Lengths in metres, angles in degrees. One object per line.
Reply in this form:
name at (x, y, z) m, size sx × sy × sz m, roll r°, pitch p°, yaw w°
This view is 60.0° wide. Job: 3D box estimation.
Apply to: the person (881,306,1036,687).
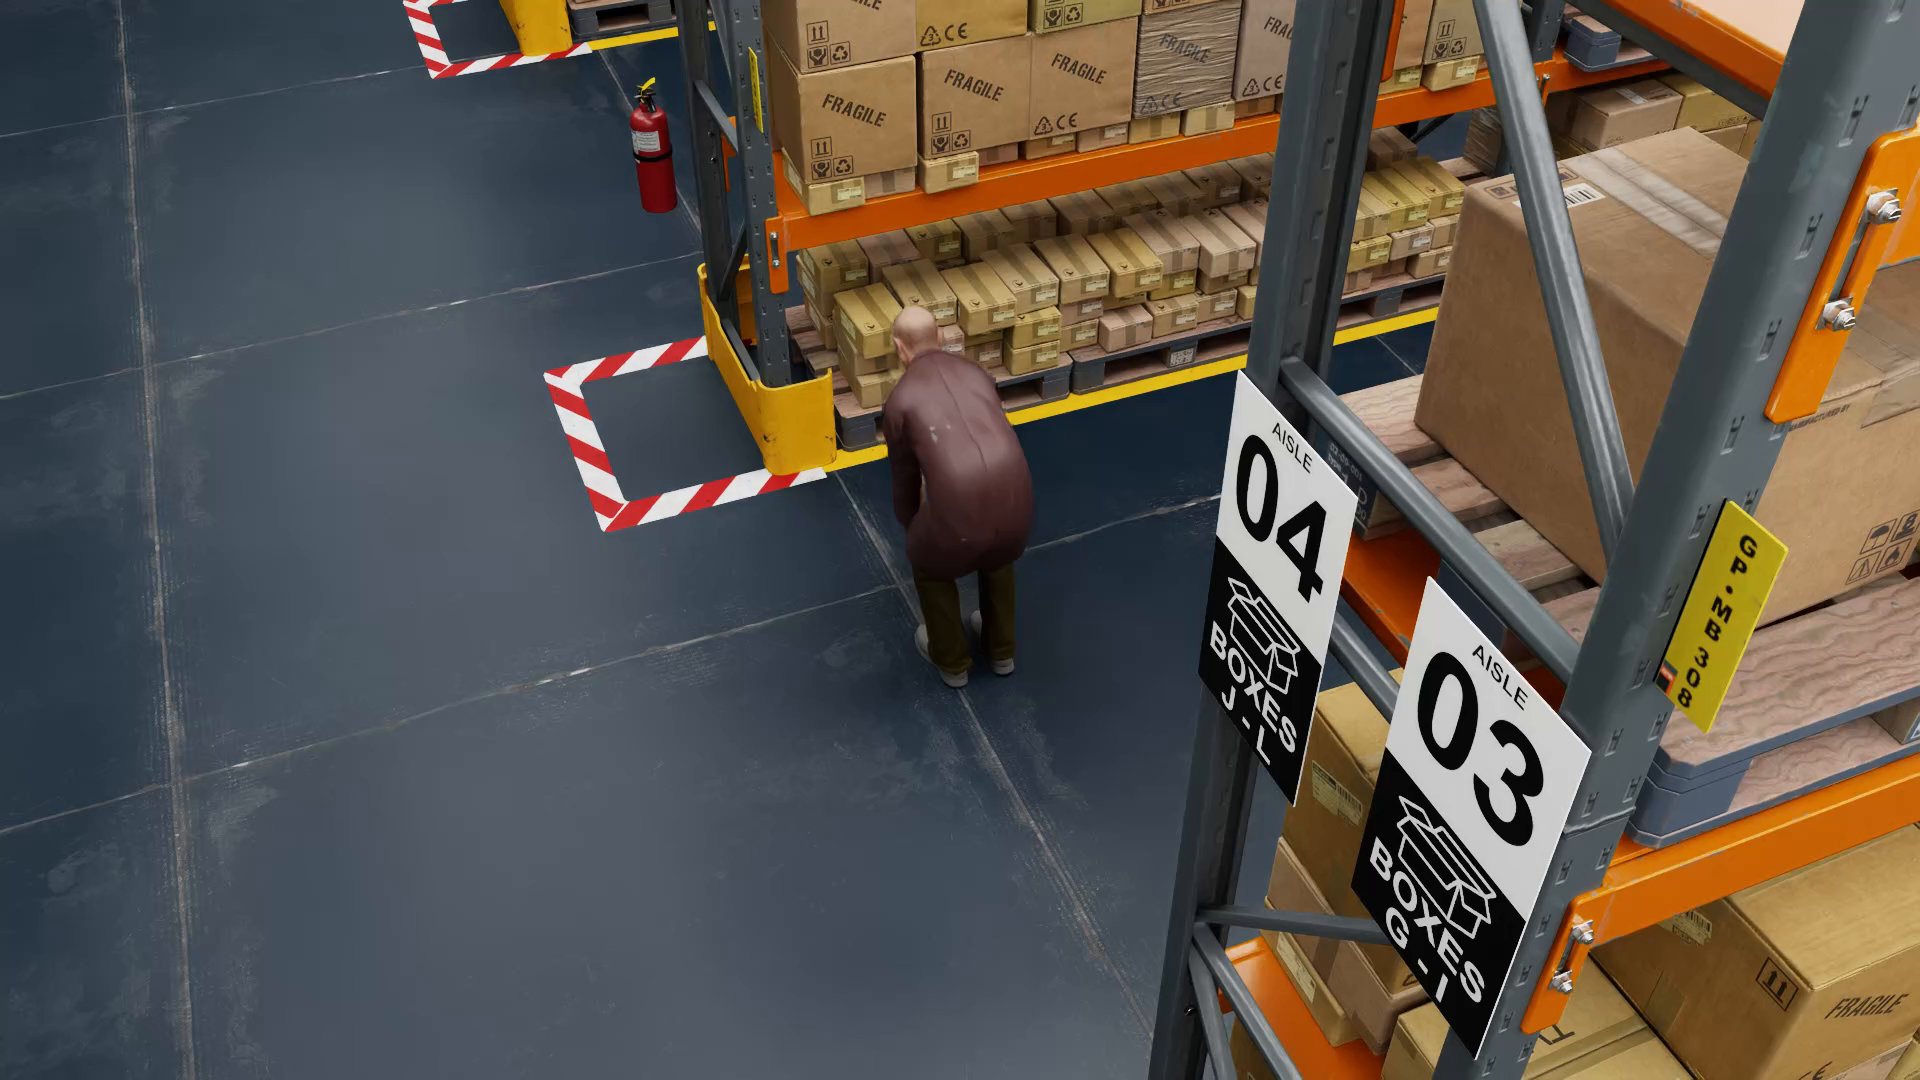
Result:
person at (-0.032, -0.143, 6.602) m, size 0.541 × 1.428 × 0.859 m, roll -16°, pitch 44°, yaw -18°
